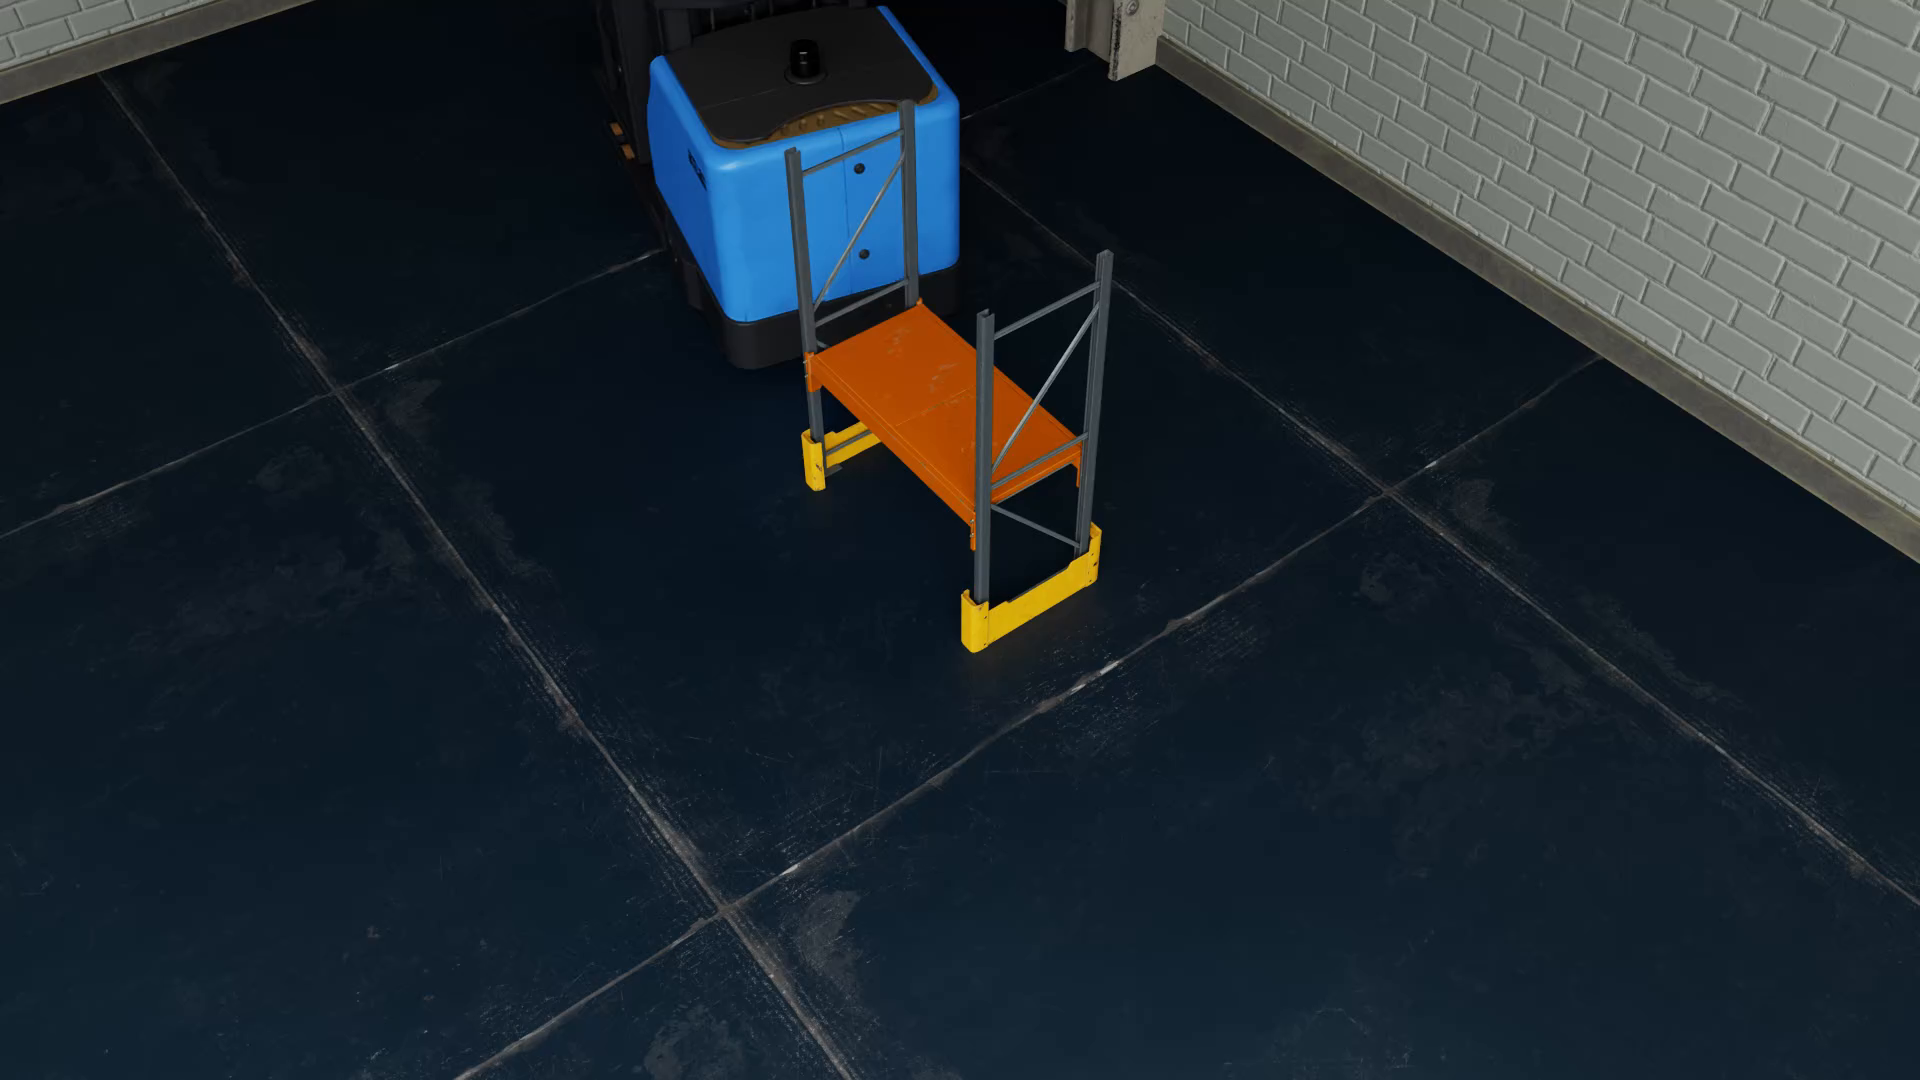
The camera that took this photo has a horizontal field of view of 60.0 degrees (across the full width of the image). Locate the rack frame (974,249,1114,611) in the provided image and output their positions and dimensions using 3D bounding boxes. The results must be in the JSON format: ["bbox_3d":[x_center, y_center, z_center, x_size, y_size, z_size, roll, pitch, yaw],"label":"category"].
[{"bbox_3d":[0.256,-0.254,5.468,0.500,1.500,0.032,-29,54,-24],"label":"rack frame"}]

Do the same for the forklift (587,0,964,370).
[{"bbox_3d":[-1.037,-2.789,6.800,1.130,2.935,3.031,-18,50,-16],"label":"forklift"}]

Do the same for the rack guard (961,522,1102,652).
[{"bbox_3d":[0.255,0.165,5.932,0.587,0.250,0.087,-29,54,-24],"label":"rack guard"}]

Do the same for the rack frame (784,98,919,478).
[{"bbox_3d":[-0.359,-0.854,6.012,0.500,1.500,0.032,-29,54,-24],"label":"rack frame"}]

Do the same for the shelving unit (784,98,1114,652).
[{"bbox_3d":[-0.046,-0.549,5.735,0.587,1.500,1.083,-29,54,-24],"label":"shelving unit"}]

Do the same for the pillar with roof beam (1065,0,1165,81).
[{"bbox_3d":[-2.651,-3.574,3.416,9.100,9.000,0.400,-29,54,-24],"label":"pillar with roof beam"}]

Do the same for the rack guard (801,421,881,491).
[{"bbox_3d":[-0.348,-0.423,6.464,0.587,0.250,0.087,-29,54,-24],"label":"rack guard"}]

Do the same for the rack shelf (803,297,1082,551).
[{"bbox_3d":[-0.052,-0.433,5.873,0.538,0.185,1.000,-29,54,-24],"label":"rack shelf"}]
